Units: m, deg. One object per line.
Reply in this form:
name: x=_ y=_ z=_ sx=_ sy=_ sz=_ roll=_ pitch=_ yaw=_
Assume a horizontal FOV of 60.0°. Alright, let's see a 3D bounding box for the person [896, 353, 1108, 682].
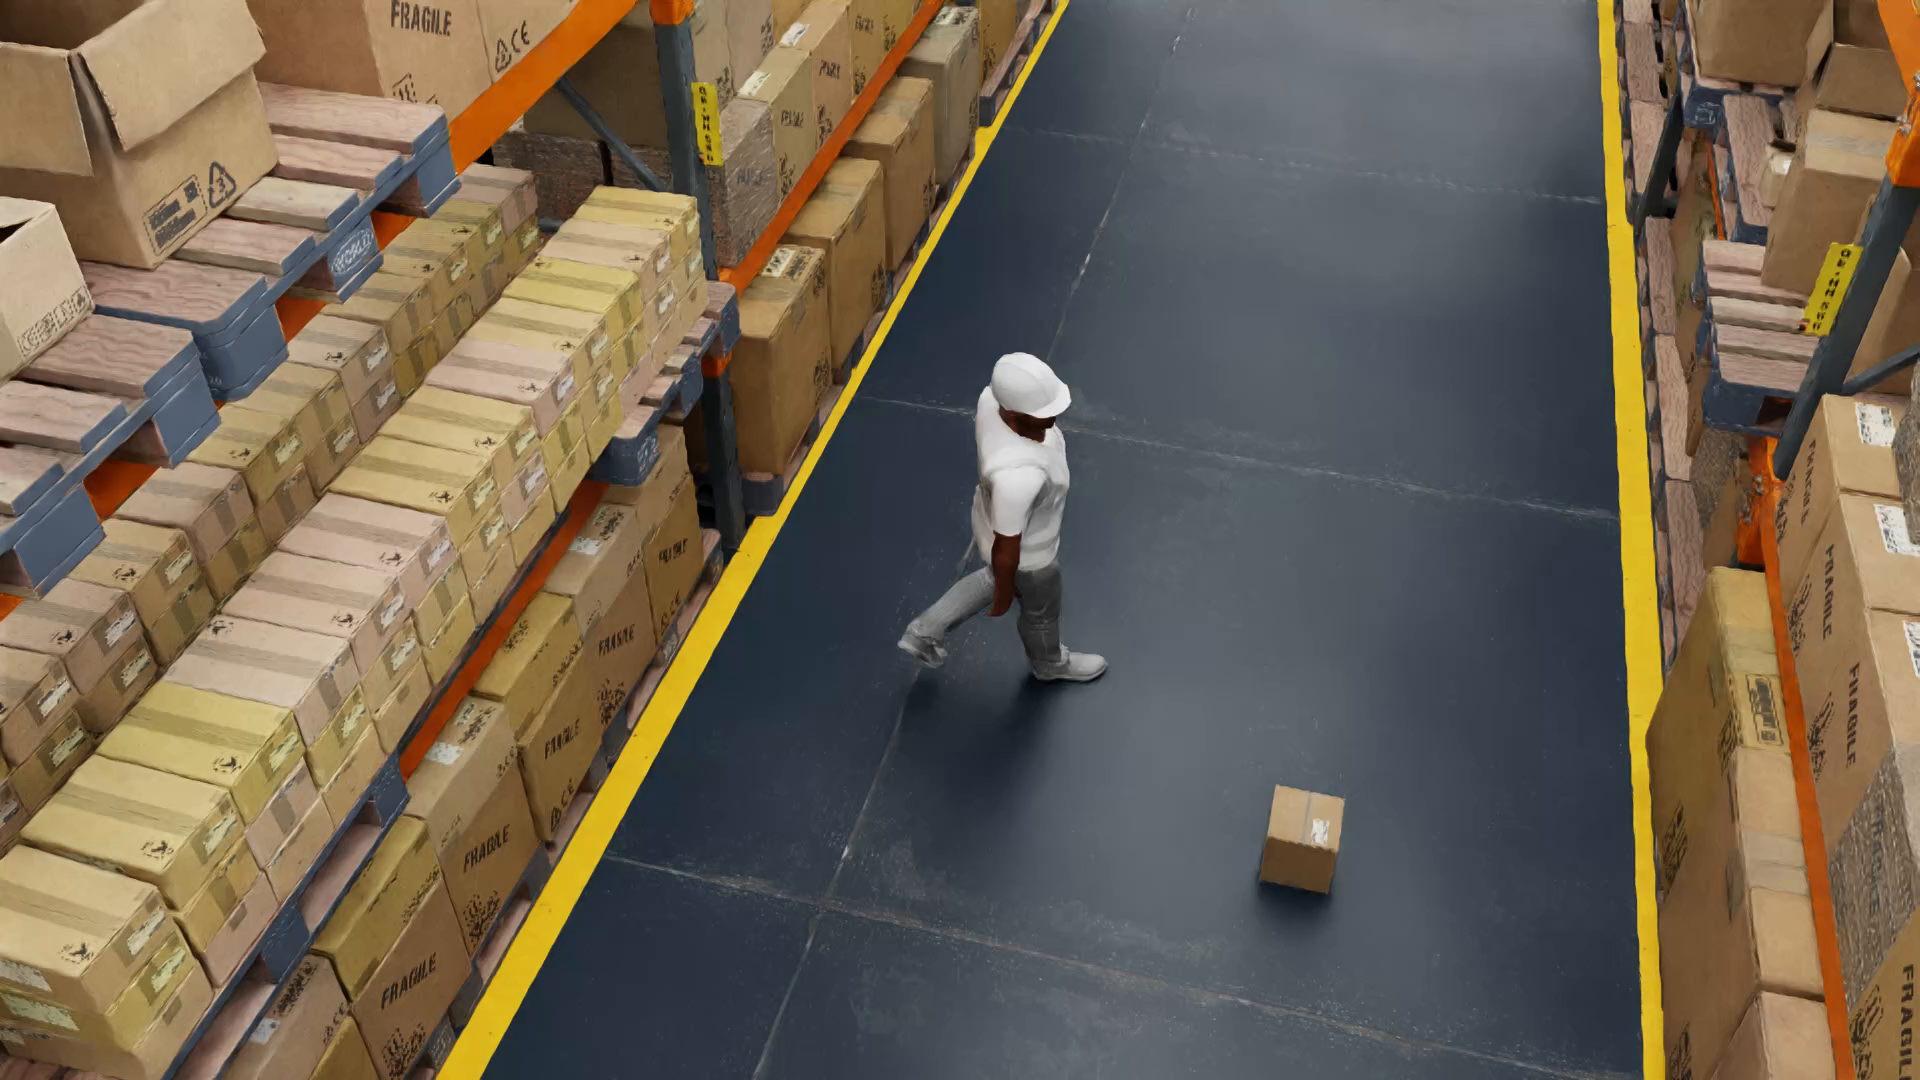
person: x=0.188 y=-0.021 z=6.191 sx=0.870 sy=1.731 sz=0.609 roll=-5 pitch=41 yaw=-5
